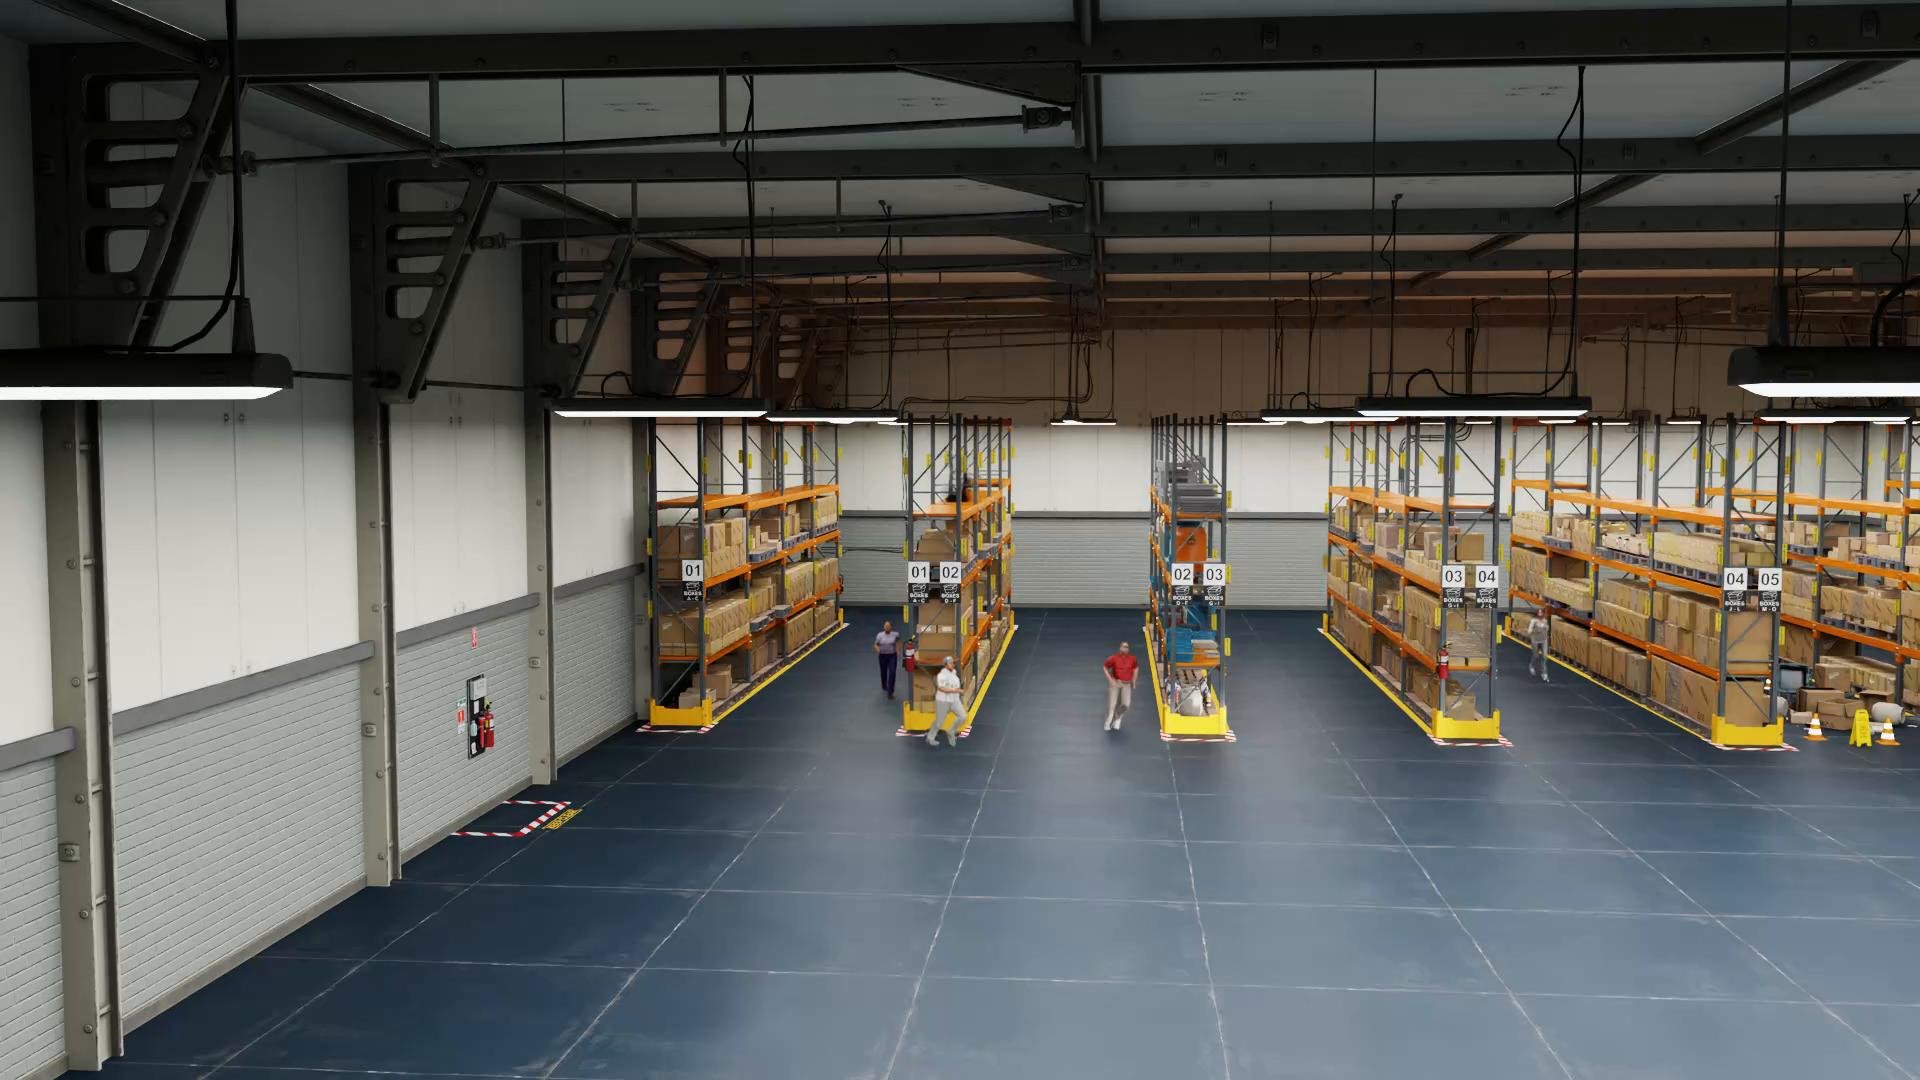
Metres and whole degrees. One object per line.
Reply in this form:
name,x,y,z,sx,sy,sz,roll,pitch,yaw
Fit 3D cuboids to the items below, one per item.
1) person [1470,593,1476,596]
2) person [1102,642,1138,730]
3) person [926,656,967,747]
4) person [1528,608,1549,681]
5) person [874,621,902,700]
person,13.798,1.889,44.027,0.668,1.760,0.811,0,4,3
person,3.066,2.765,31.517,0.723,1.674,0.585,0,4,-7
person,-0.206,2.888,29.798,0.828,1.646,0.618,4,5,42
person,13.192,2.349,37.883,0.531,1.607,0.838,0,4,0
person,-1.533,2.530,35.474,0.593,1.647,0.867,0,4,-1
